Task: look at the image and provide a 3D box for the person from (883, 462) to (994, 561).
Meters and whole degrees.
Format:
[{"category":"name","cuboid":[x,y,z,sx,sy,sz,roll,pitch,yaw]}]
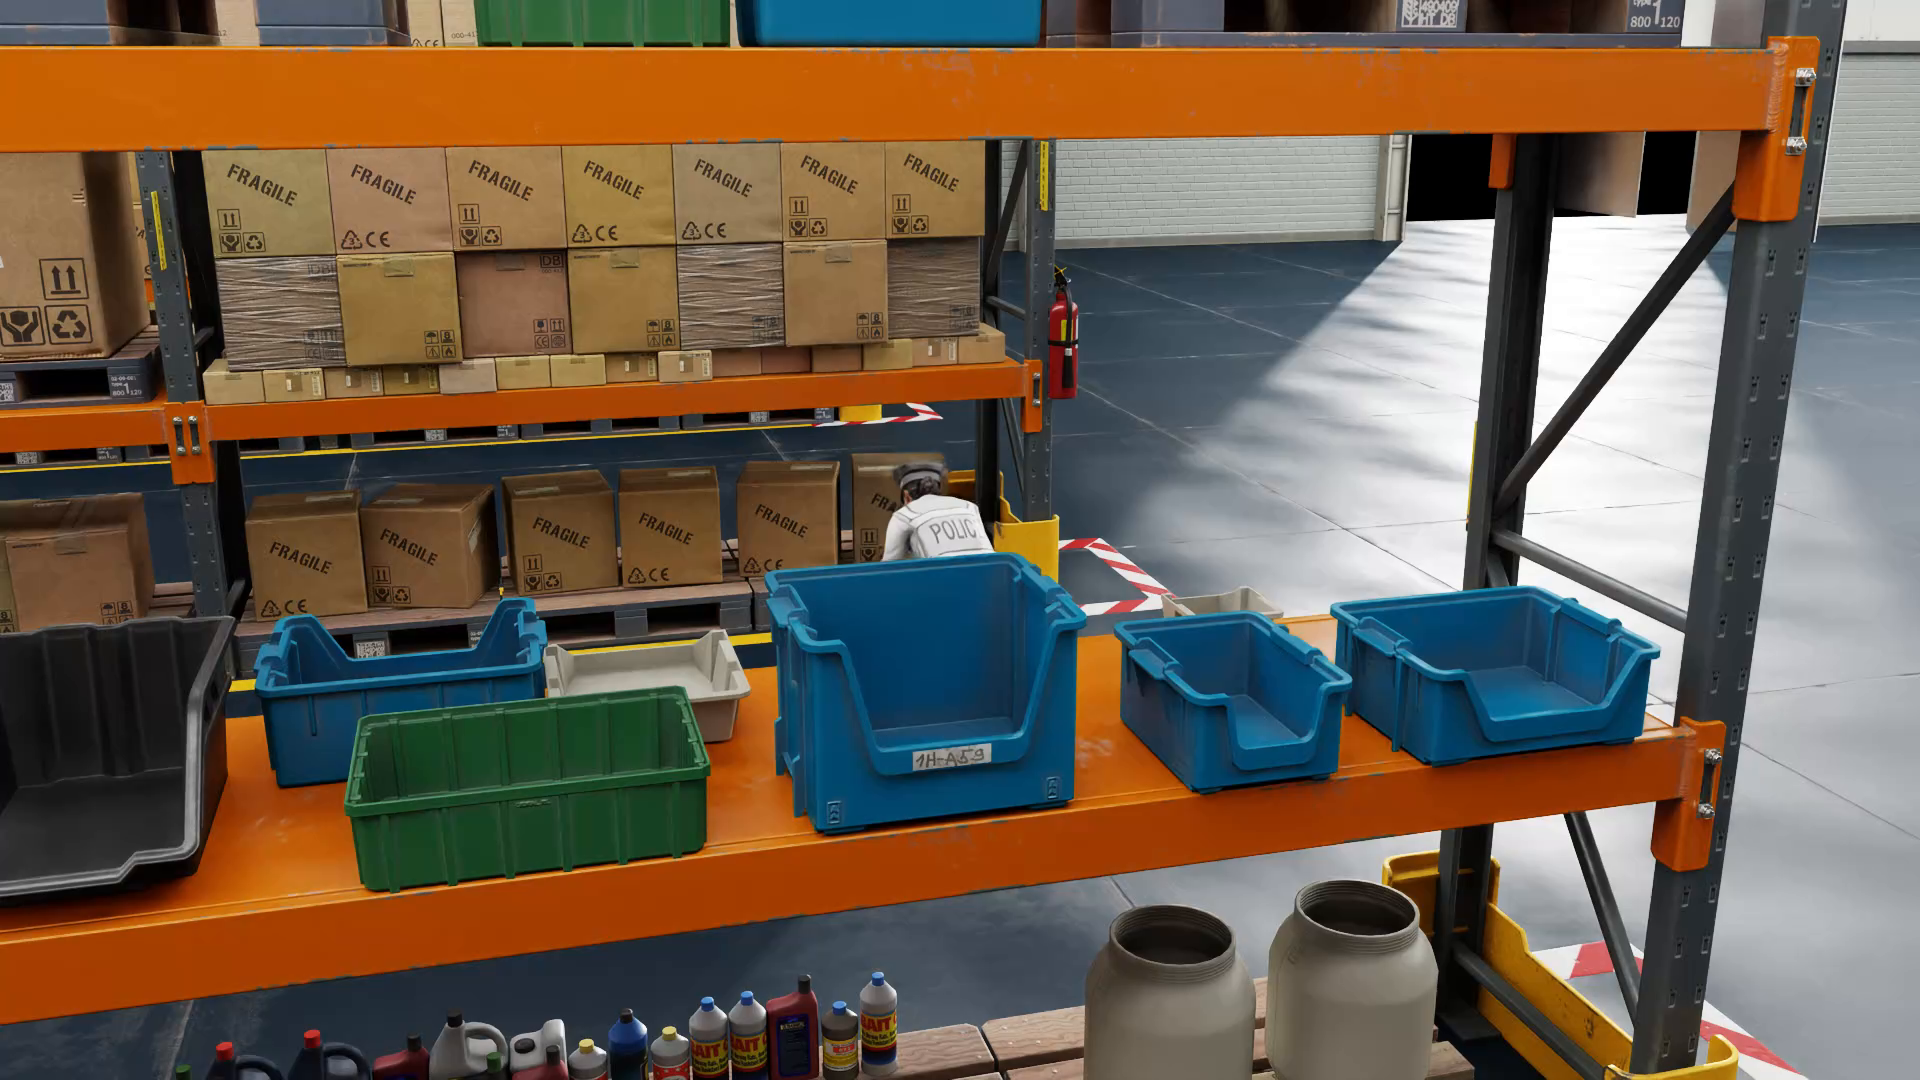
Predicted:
[{"category":"person","cuboid":[-0.087,0.211,7.420,0.502,1.050,0.831,-5,17,-15]}]
